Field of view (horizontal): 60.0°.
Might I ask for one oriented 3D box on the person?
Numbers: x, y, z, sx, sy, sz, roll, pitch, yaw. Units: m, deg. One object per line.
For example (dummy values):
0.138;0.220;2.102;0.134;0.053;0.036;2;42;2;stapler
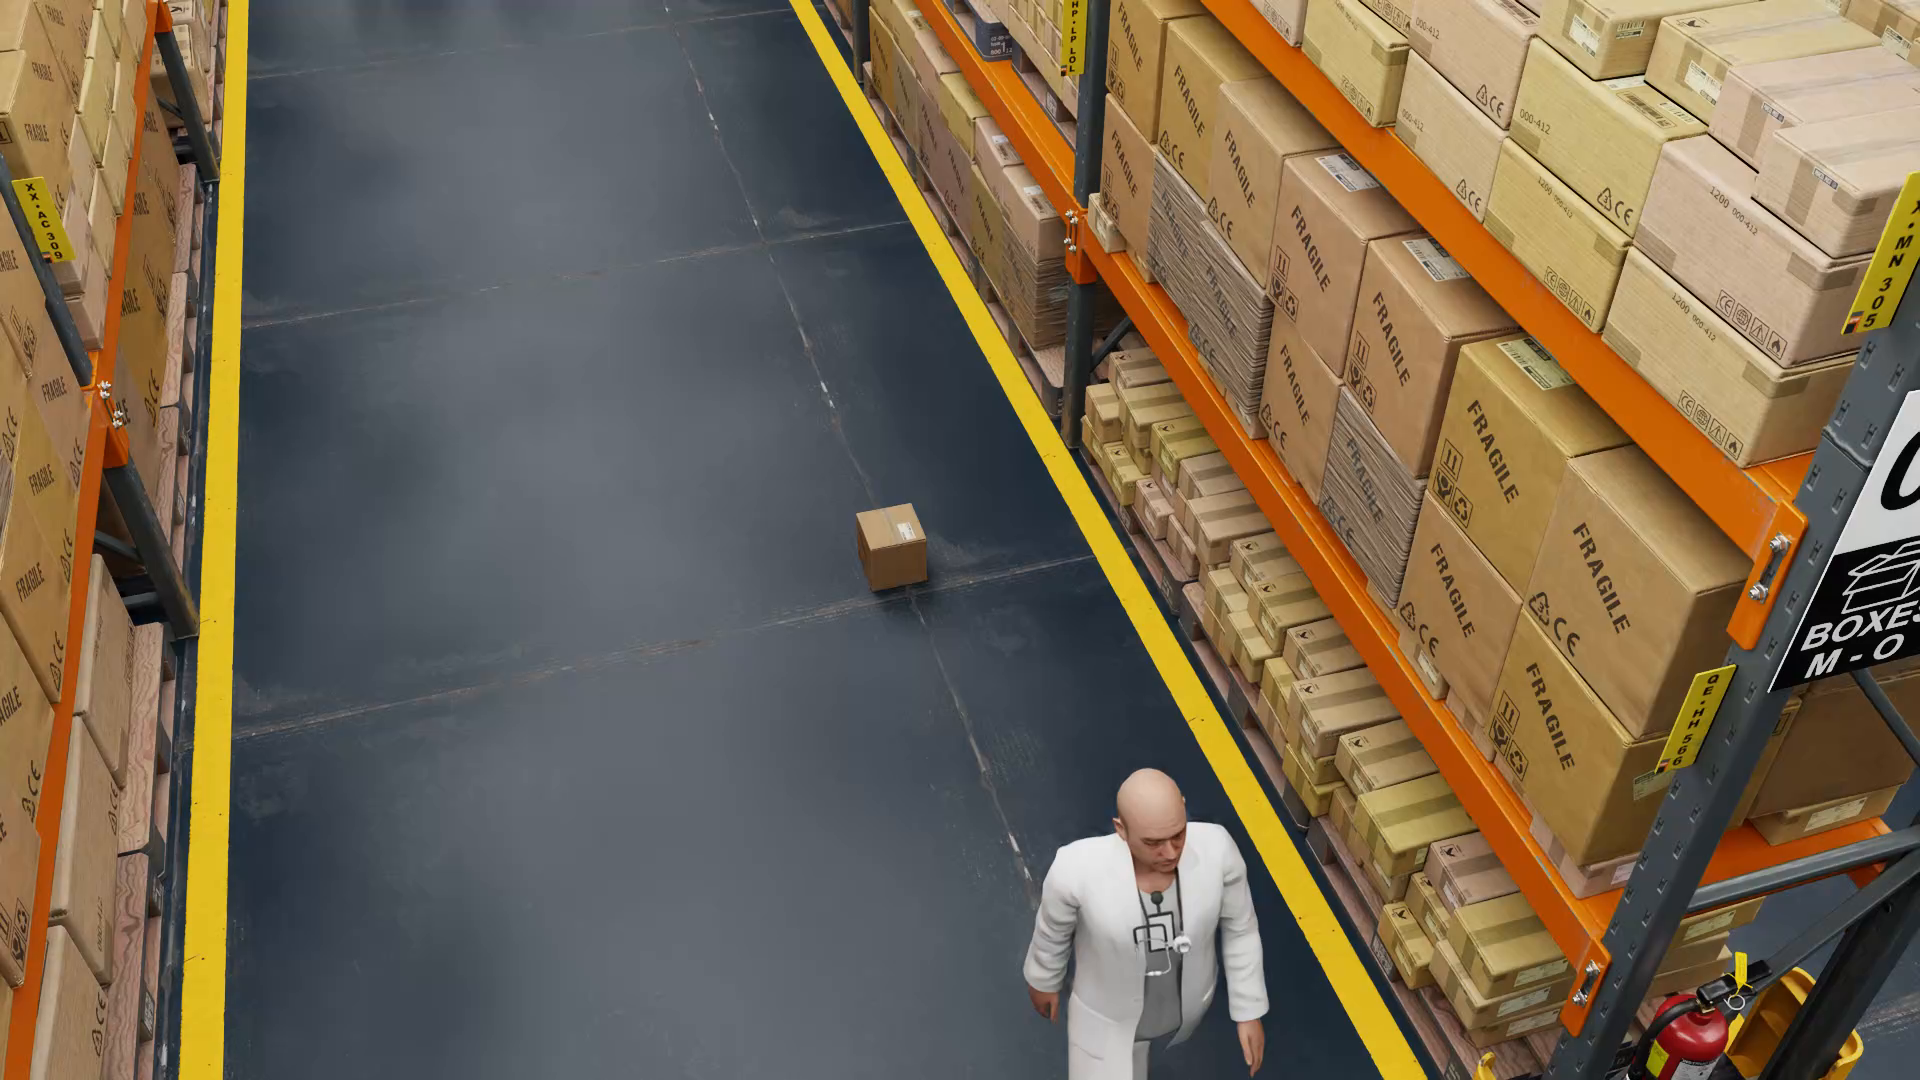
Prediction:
0.546;1.349;4.655;0.612;1.728;1.116;-11;43;-12;person
